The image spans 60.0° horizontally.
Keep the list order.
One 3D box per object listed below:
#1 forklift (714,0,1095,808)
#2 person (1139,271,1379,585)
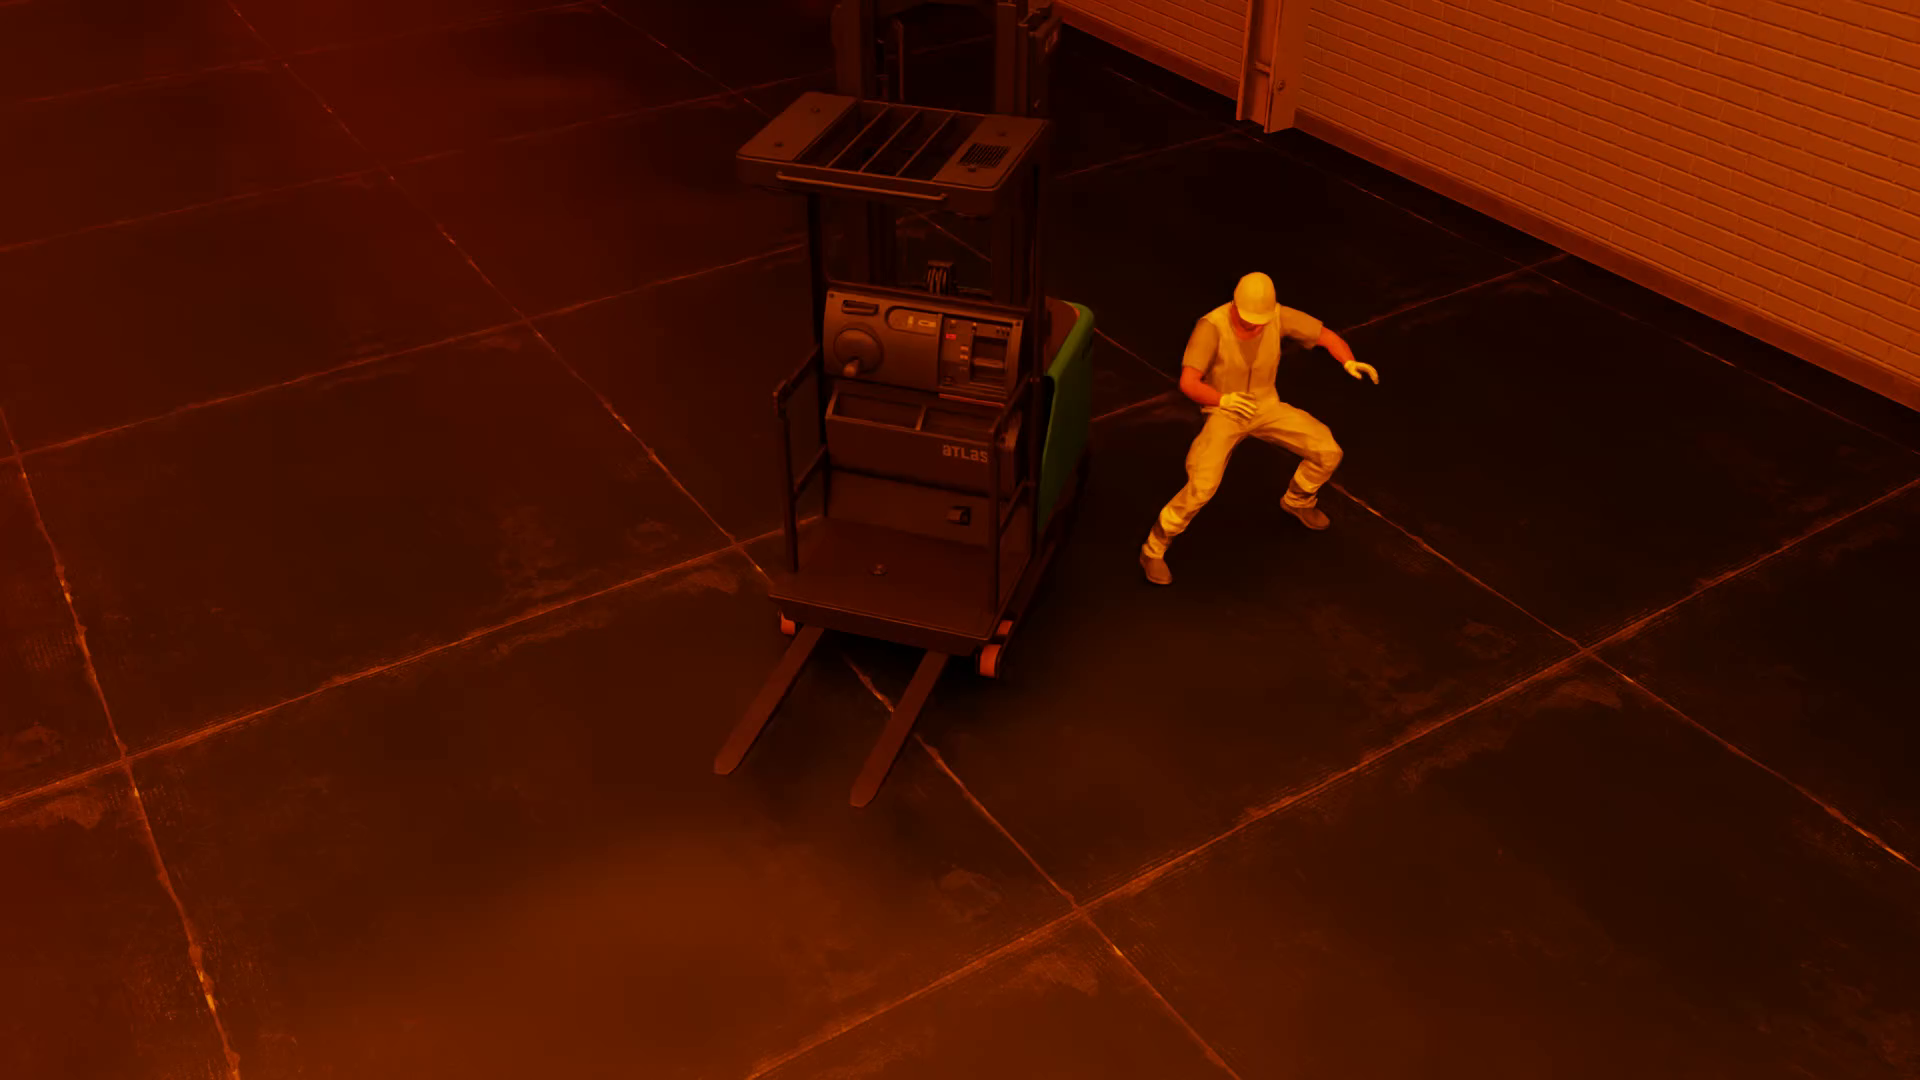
[{"bbox_3d":[-0.236,-0.815,7.307,1.130,2.935,3.031,11,36,15],"label":"forklift"},{"bbox_3d":[1.435,-0.595,8.214,1.087,1.537,0.730,-6,36,-9],"label":"person"}]
